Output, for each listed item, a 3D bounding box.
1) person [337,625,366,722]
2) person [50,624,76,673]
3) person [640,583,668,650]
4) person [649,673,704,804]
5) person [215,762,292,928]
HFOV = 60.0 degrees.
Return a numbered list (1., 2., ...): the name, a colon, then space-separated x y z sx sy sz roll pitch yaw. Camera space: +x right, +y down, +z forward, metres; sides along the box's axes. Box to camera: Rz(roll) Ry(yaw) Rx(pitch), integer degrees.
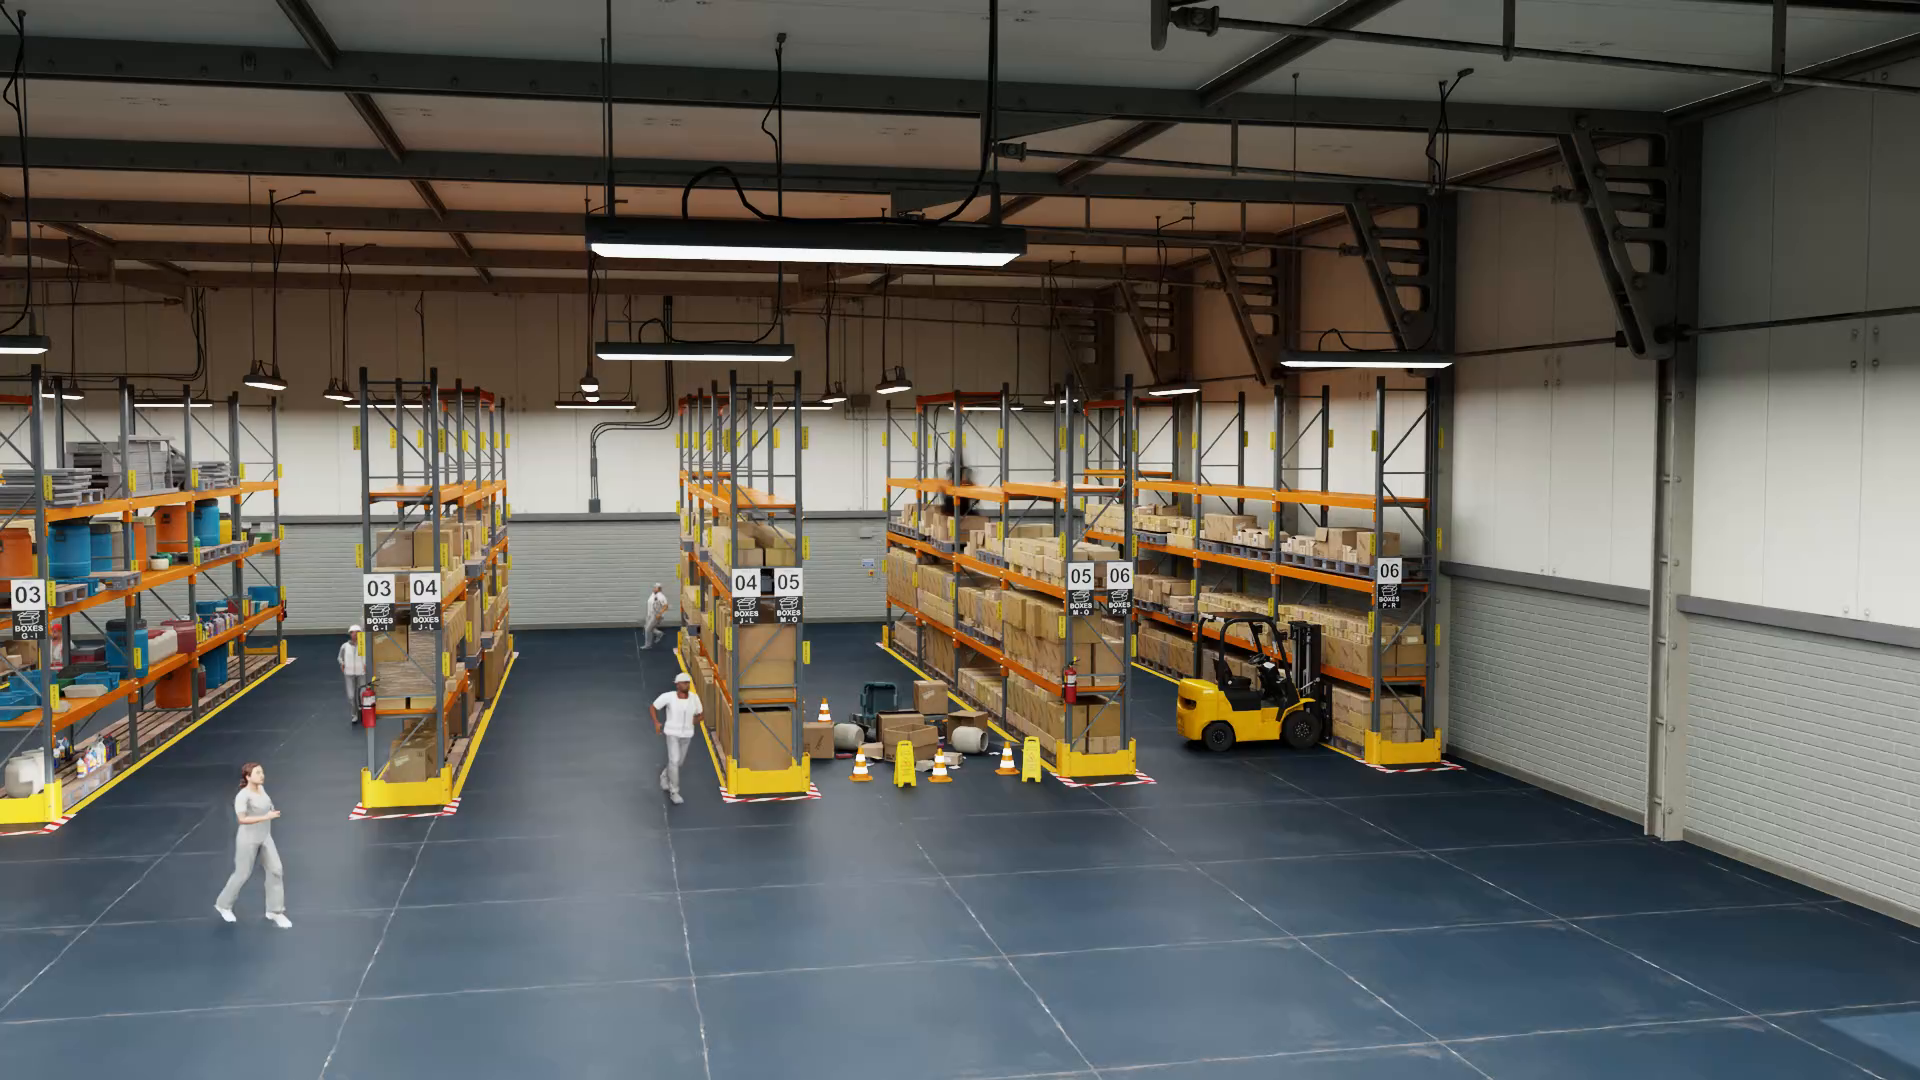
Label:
1. person: -10.763 2.376 29.630 0.656 1.722 0.606 -1 3 -12
2. person: -15.800 2.387 29.197 0.615 1.850 0.775 0 3 -7
3. person: -7.302 1.826 39.989 0.654 1.602 0.666 3 5 45
4. person: -3.922 2.729 23.260 0.731 1.747 0.970 -2 4 -33
5. person: -7.309 3.133 17.129 0.832 1.721 0.566 1 4 16
